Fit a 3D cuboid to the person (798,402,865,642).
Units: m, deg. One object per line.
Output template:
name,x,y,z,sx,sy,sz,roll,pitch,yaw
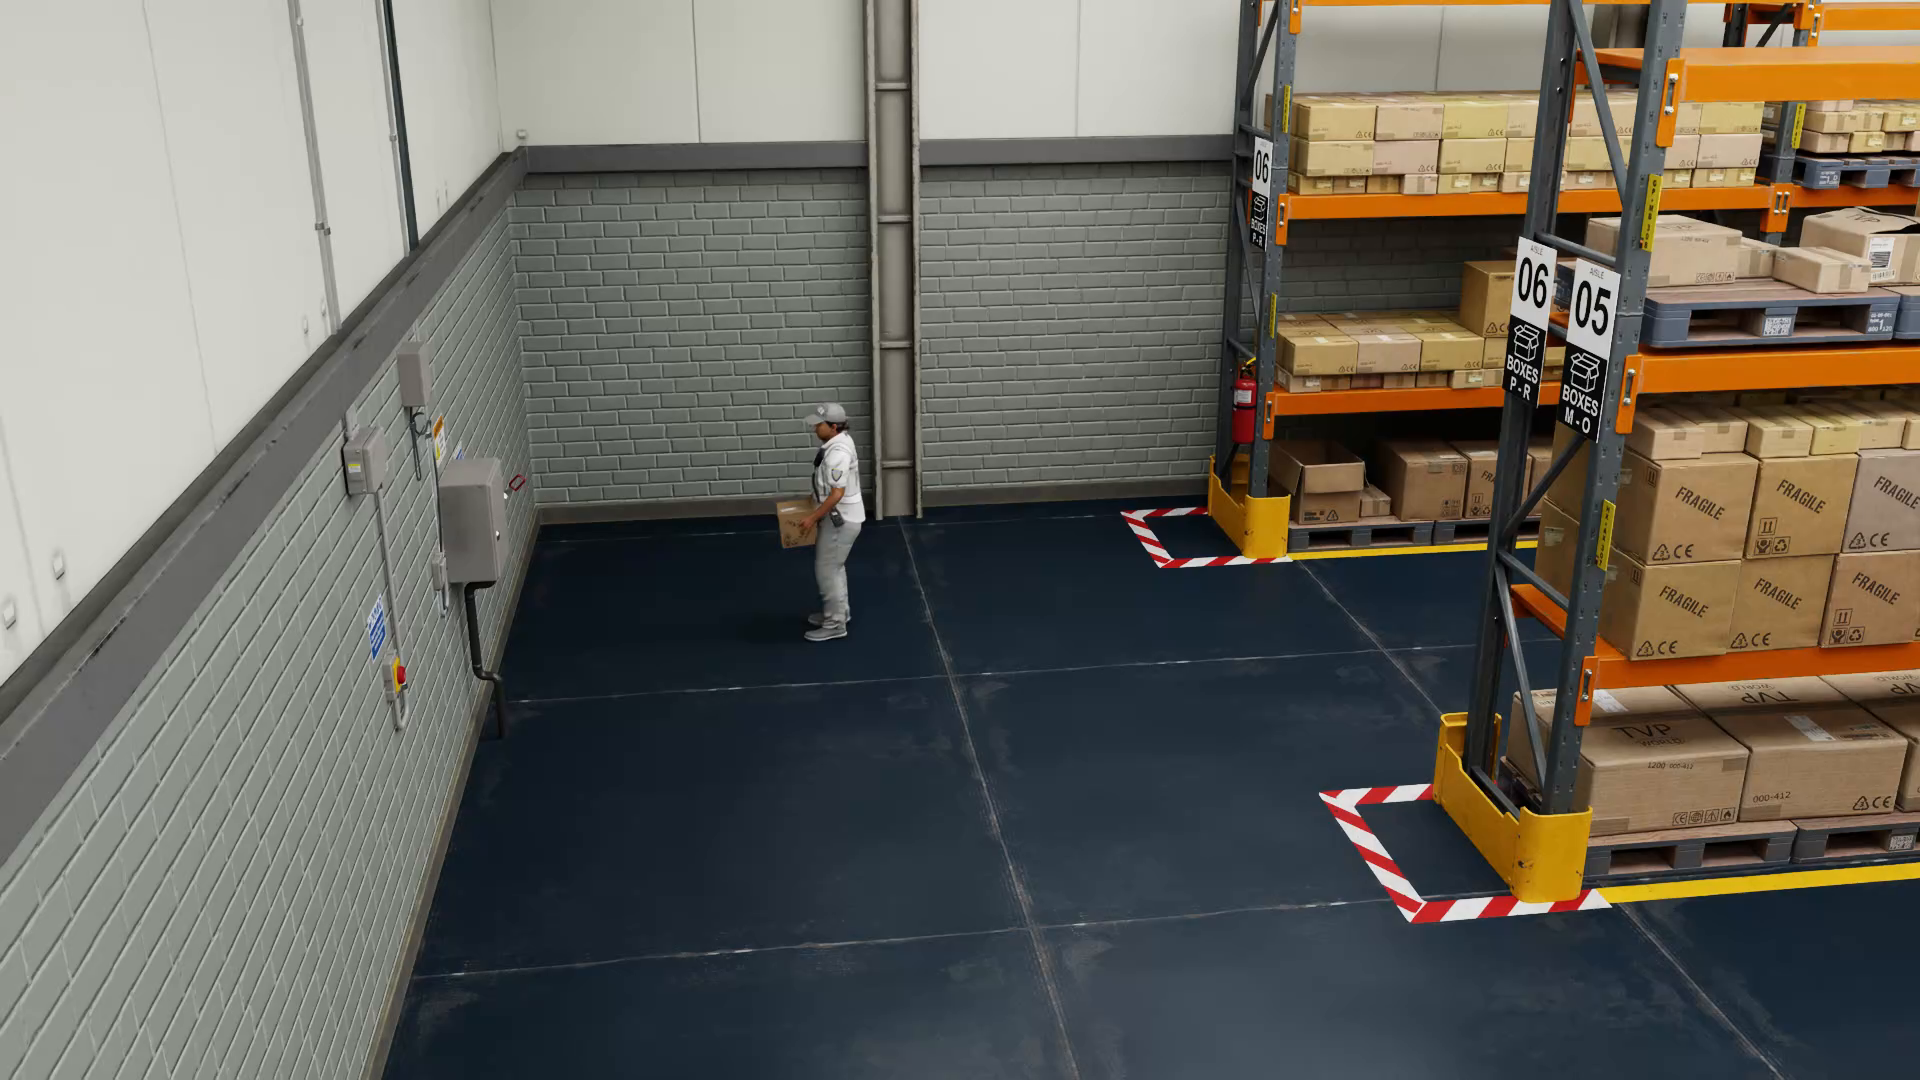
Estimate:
person,-0.891,-0.142,11.443,0.466,1.672,0.502,-3,20,-9
